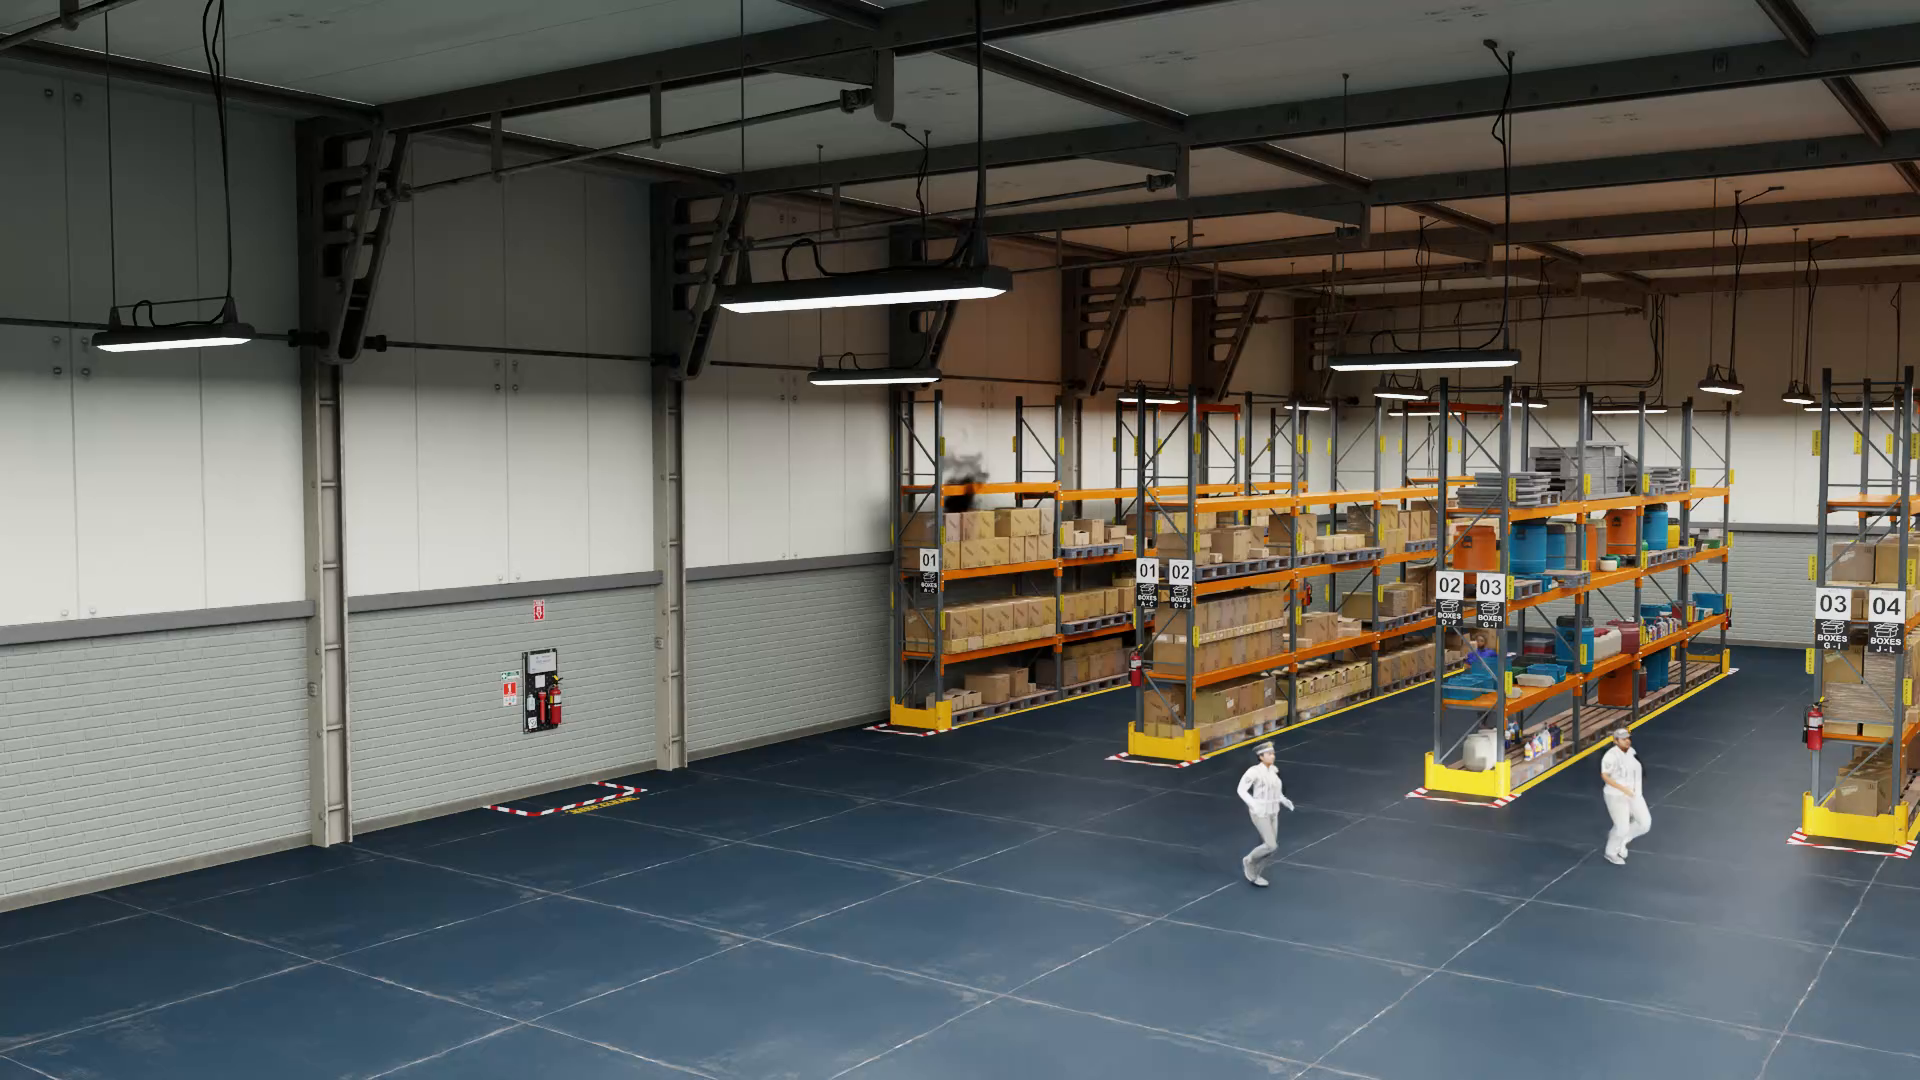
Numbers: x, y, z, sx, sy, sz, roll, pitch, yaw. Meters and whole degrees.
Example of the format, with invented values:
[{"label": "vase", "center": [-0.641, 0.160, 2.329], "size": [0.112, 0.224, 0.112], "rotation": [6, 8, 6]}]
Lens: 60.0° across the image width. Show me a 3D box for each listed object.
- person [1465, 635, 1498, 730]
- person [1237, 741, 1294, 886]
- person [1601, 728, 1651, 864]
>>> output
[{"label": "person", "center": [9.188, 2.529, 29.329], "size": [0.556, 1.715, 0.714], "rotation": [2, 4, 32]}, {"label": "person", "center": [3.491, 3.108, 18.868], "size": [0.592, 1.647, 0.528], "rotation": [-3, 4, -39]}, {"label": "person", "center": [7.984, 3.074, 19.934], "size": [0.617, 1.621, 0.527], "rotation": [-1, 3, -23]}]
